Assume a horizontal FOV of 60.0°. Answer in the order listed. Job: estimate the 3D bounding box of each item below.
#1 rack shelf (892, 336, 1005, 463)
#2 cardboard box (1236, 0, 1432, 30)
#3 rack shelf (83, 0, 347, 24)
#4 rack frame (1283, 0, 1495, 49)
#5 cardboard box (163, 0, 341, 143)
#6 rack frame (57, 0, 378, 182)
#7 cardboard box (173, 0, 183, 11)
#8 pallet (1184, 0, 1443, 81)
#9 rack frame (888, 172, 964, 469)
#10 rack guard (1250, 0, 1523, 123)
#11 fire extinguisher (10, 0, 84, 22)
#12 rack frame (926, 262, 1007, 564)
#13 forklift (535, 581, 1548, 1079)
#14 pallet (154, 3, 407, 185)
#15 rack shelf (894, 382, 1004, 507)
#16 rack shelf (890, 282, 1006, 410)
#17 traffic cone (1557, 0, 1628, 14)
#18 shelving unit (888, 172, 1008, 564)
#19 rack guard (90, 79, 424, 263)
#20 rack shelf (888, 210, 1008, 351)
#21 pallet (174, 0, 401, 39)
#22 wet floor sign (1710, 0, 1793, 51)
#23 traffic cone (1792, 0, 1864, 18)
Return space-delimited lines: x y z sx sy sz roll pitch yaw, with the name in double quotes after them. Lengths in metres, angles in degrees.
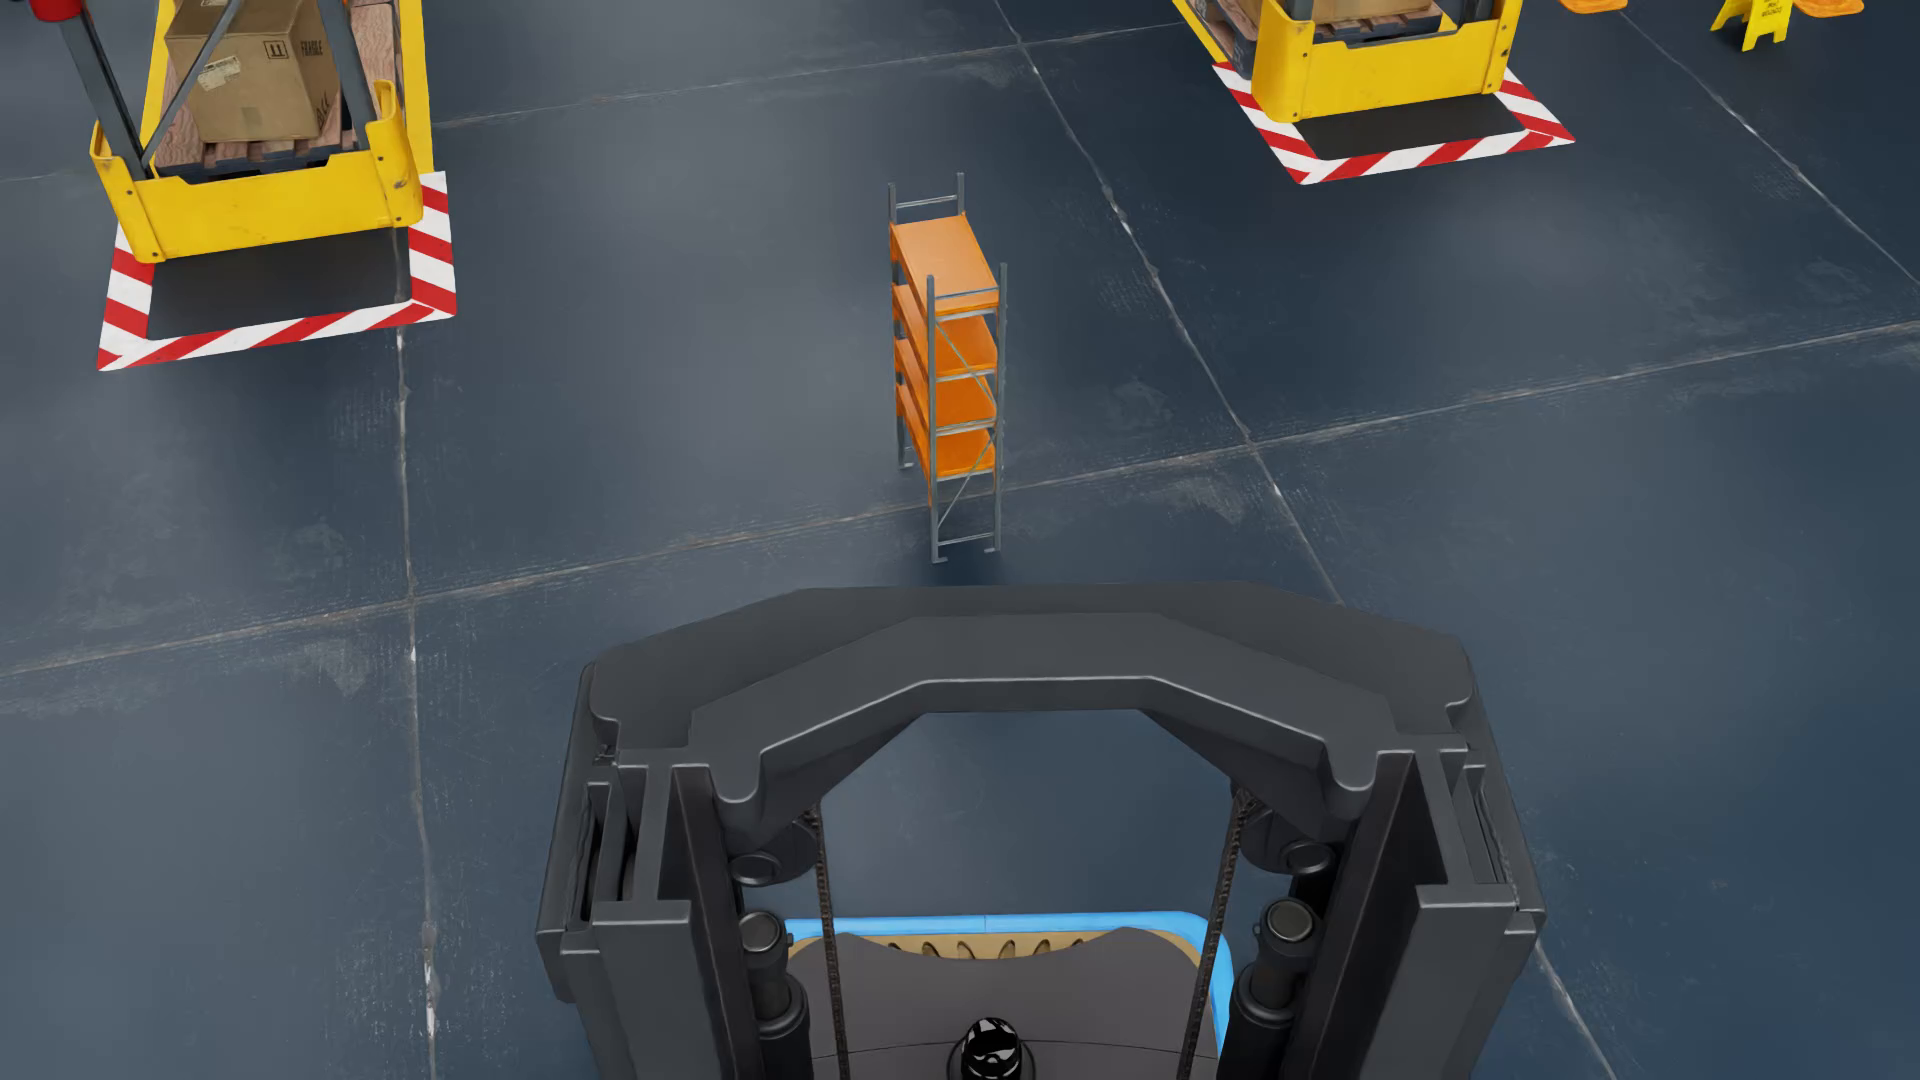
-0.042 -0.487 5.482 0.258 0.148 0.480 -11 47 -10 "rack shelf"
1.715 -3.051 7.834 0.875 0.875 0.875 -10 47 -10 "cardboard box"
-3.380 -3.484 7.568 1.077 0.370 4.000 -11 47 -10 "rack shelf"
1.952 -3.192 6.778 1.000 3.000 0.127 -11 47 -10 "rack frame"
-3.012 -2.061 7.126 0.500 0.500 0.500 -3 46 -3 "cardboard box"
-2.868 -2.355 5.958 1.000 3.000 0.127 -11 47 -10 "rack frame"
-3.198 -2.468 7.524 0.500 0.500 0.500 0 46 0 "cardboard box"
1.672 -2.754 8.301 1.003 0.211 1.213 -11 47 -10 "pallet"
-0.105 -0.703 5.599 0.240 1.200 0.015 -11 47 -10 "rack frame"
1.958 -2.300 7.654 1.175 0.500 0.348 -11 47 -10 "rack guard"
-3.284 -2.165 5.825 0.296 0.674 0.183 -11 47 -10 "fire extinguisher"
0.020 -0.366 5.268 0.240 1.200 0.015 -11 47 -10 "rack frame"
0.086 1.566 2.163 1.130 2.935 3.031 -1 46 -1 "forklift"
-3.062 -1.999 7.561 1.003 0.211 1.213 -11 47 -10 "pallet"
-0.042 -0.348 5.623 0.258 0.148 0.480 -11 47 -10 "rack shelf"
-0.042 -0.644 5.322 0.258 0.148 0.480 -11 47 -10 "rack shelf"
3.189 -2.930 8.298 0.336 0.463 0.334 -11 47 -10 "traffic cone"
-0.042 -0.534 5.433 0.258 1.200 0.503 -11 47 -10 "shelving unit"
-2.888 -1.532 6.902 1.175 0.500 0.348 -11 47 -10 "rack guard"
-0.042 -0.809 5.153 0.258 0.148 0.480 -11 47 -10 "rack shelf"
-3.370 -2.839 8.385 1.003 0.211 1.213 -11 47 -10 "pallet"
3.874 -2.710 7.954 0.267 0.644 0.232 -18 48 -17 "wet floor sign"
4.368 -2.902 8.270 0.336 0.463 0.334 -11 47 -10 "traffic cone"
